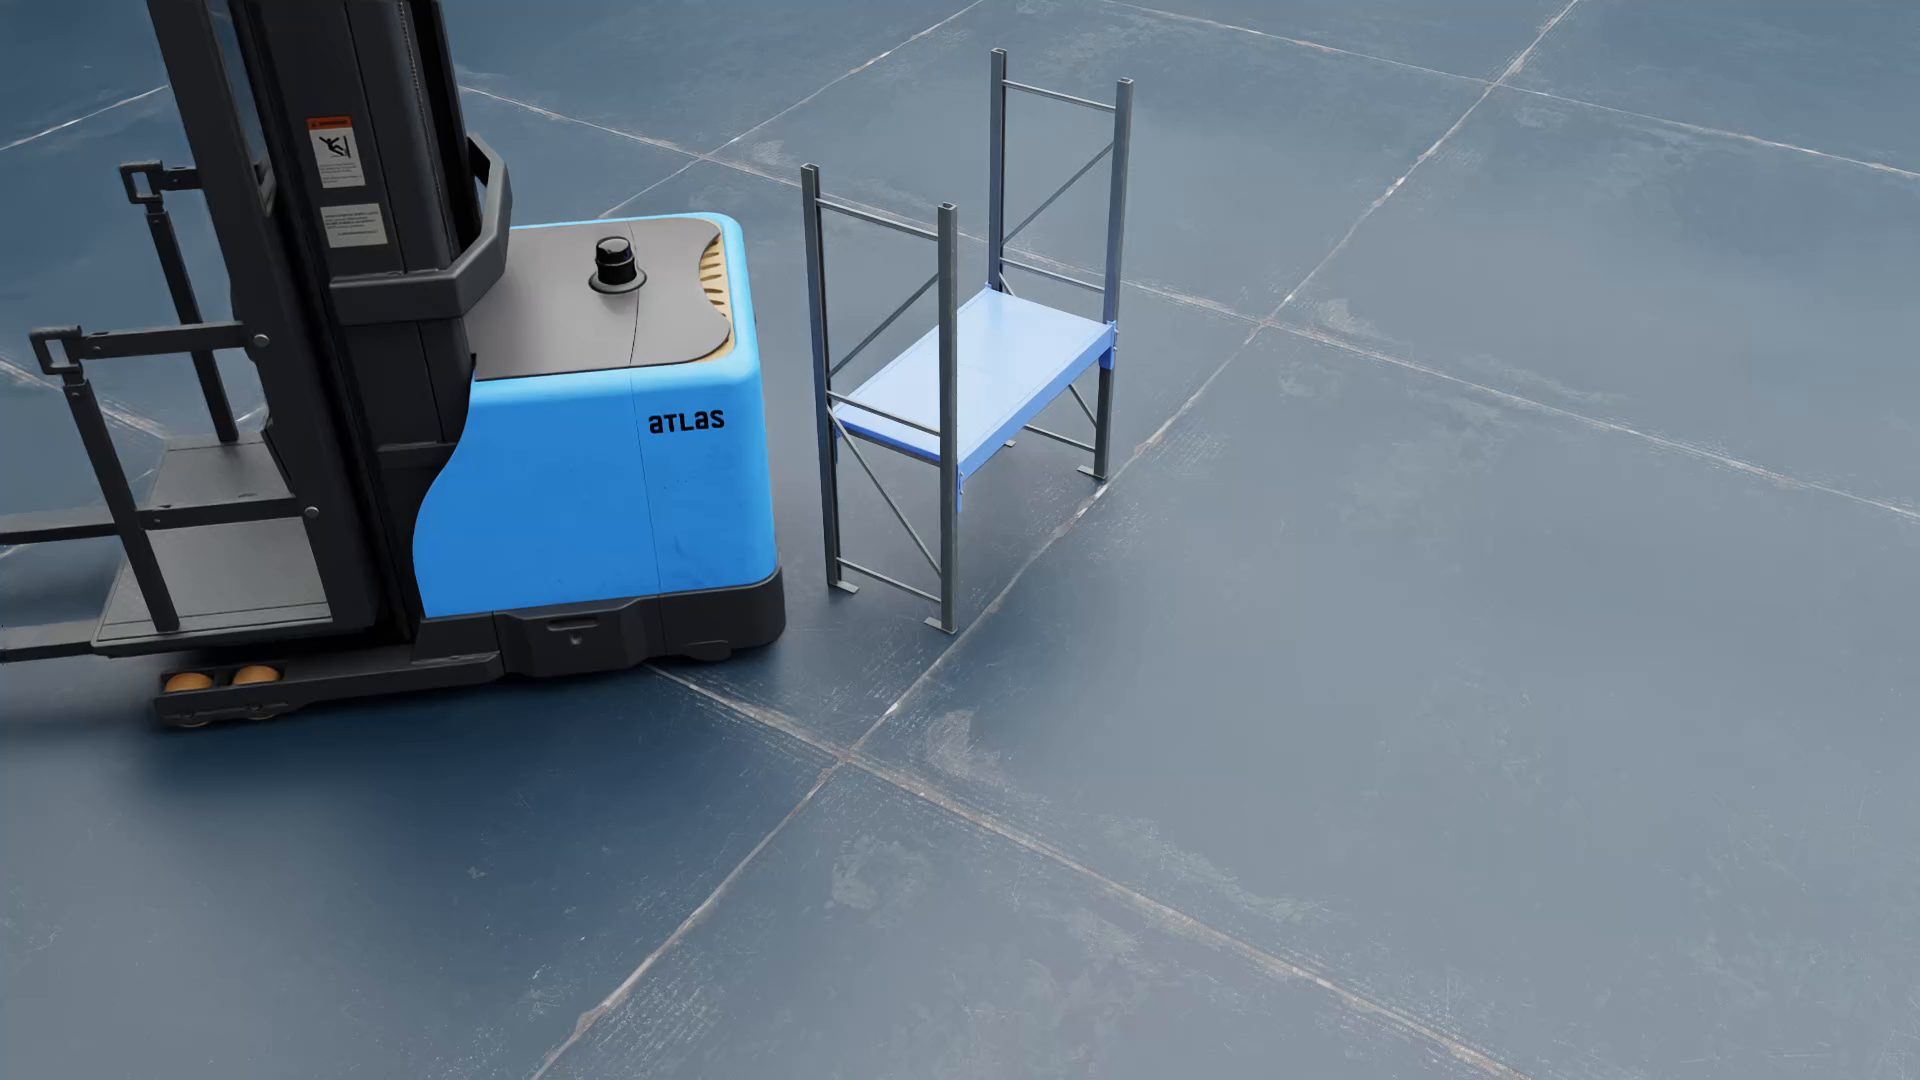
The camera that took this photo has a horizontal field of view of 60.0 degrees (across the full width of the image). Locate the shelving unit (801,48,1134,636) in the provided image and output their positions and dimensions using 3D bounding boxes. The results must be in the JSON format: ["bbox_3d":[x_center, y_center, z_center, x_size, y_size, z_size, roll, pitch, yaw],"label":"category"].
[{"bbox_3d":[0.046,-0.638,5.349,0.538,1.500,1.048,21,42,25],"label":"shelving unit"}]

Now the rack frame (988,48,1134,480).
[{"bbox_3d":[0.318,-0.900,5.689,0.500,1.500,0.032,21,42,25],"label":"rack frame"}]

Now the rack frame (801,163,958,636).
[{"bbox_3d":[-0.227,-0.376,5.009,0.500,1.500,0.032,21,42,25],"label":"rack frame"}]

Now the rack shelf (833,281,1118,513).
[{"bbox_3d":[0.046,-0.496,5.459,0.538,0.185,1.000,21,42,25],"label":"rack shelf"}]

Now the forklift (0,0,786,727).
[{"bbox_3d":[-2.118,-0.945,4.575,3.031,2.935,1.130,-6,38,-7],"label":"forklift"}]
